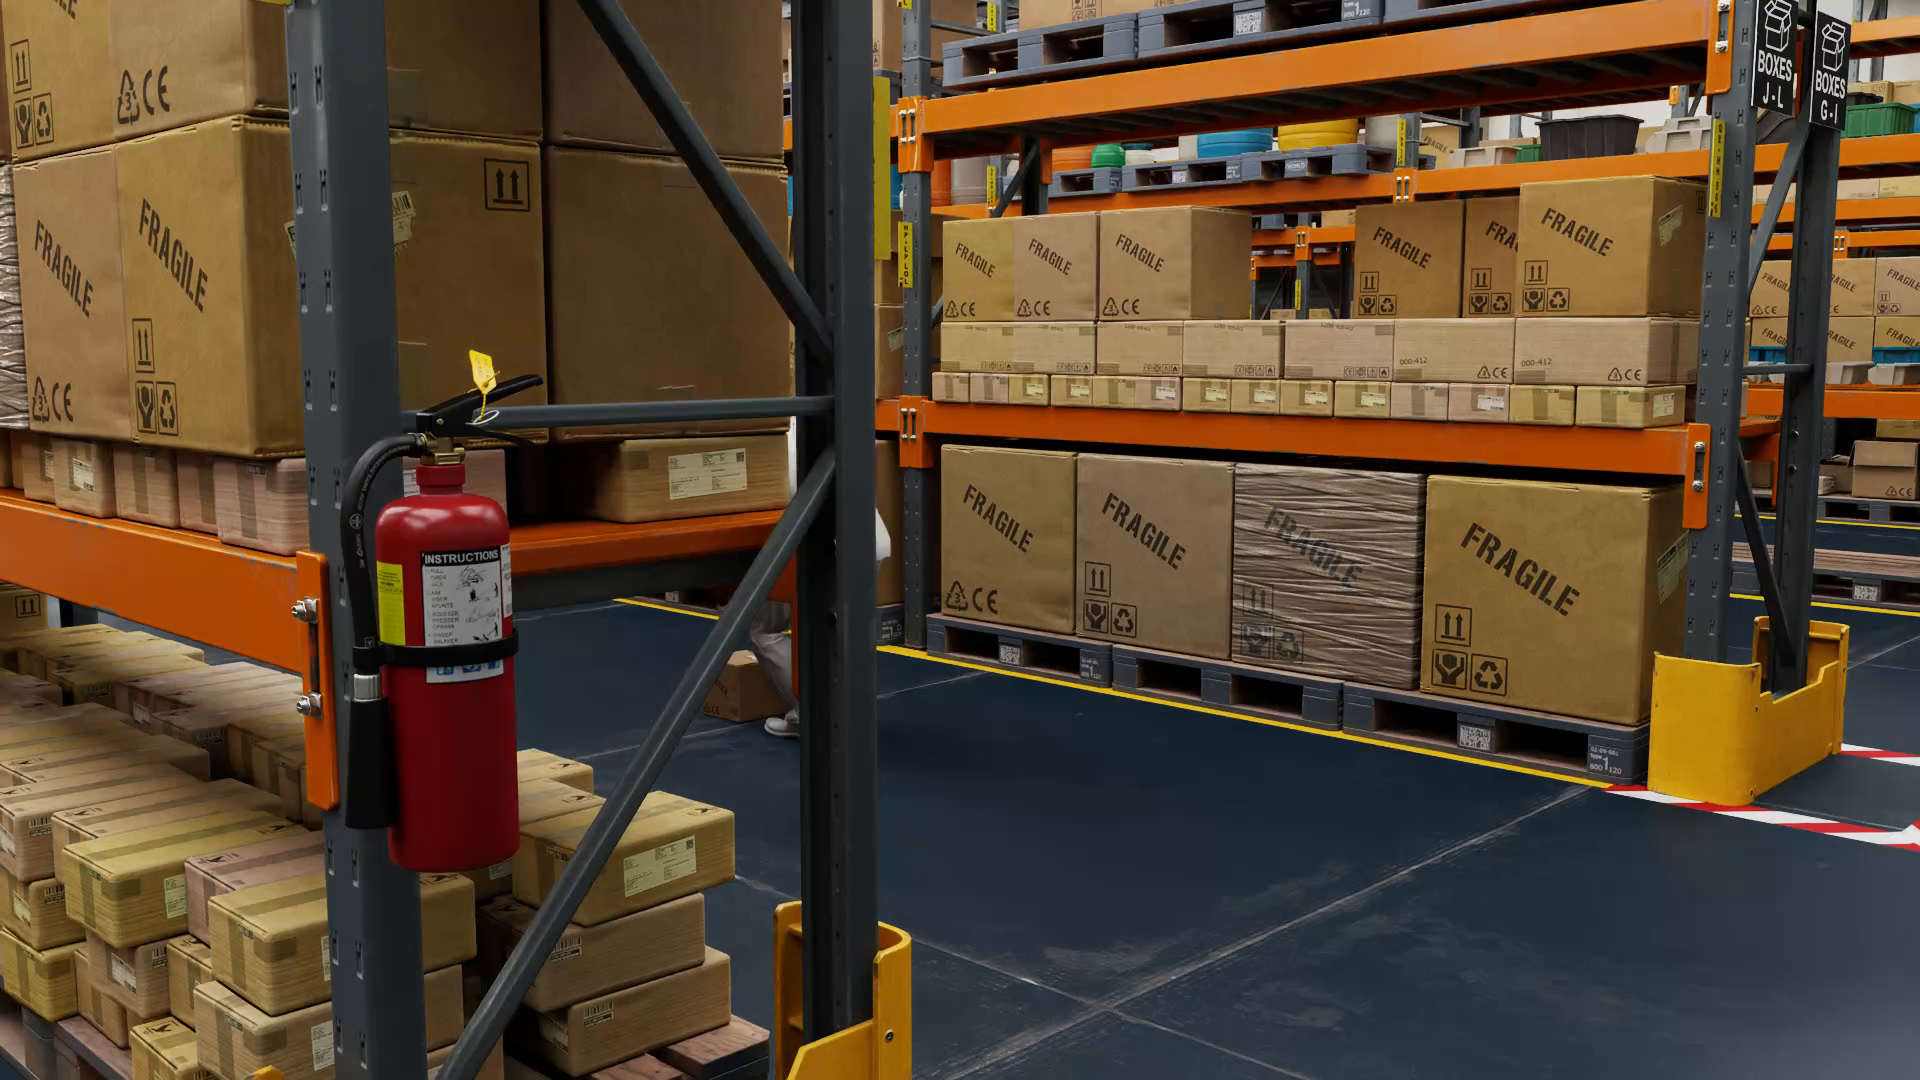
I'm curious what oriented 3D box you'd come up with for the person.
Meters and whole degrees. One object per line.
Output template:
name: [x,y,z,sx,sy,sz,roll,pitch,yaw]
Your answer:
person: [-0.664,0.086,6.842,0.747,1.430,0.631,7,10,44]
